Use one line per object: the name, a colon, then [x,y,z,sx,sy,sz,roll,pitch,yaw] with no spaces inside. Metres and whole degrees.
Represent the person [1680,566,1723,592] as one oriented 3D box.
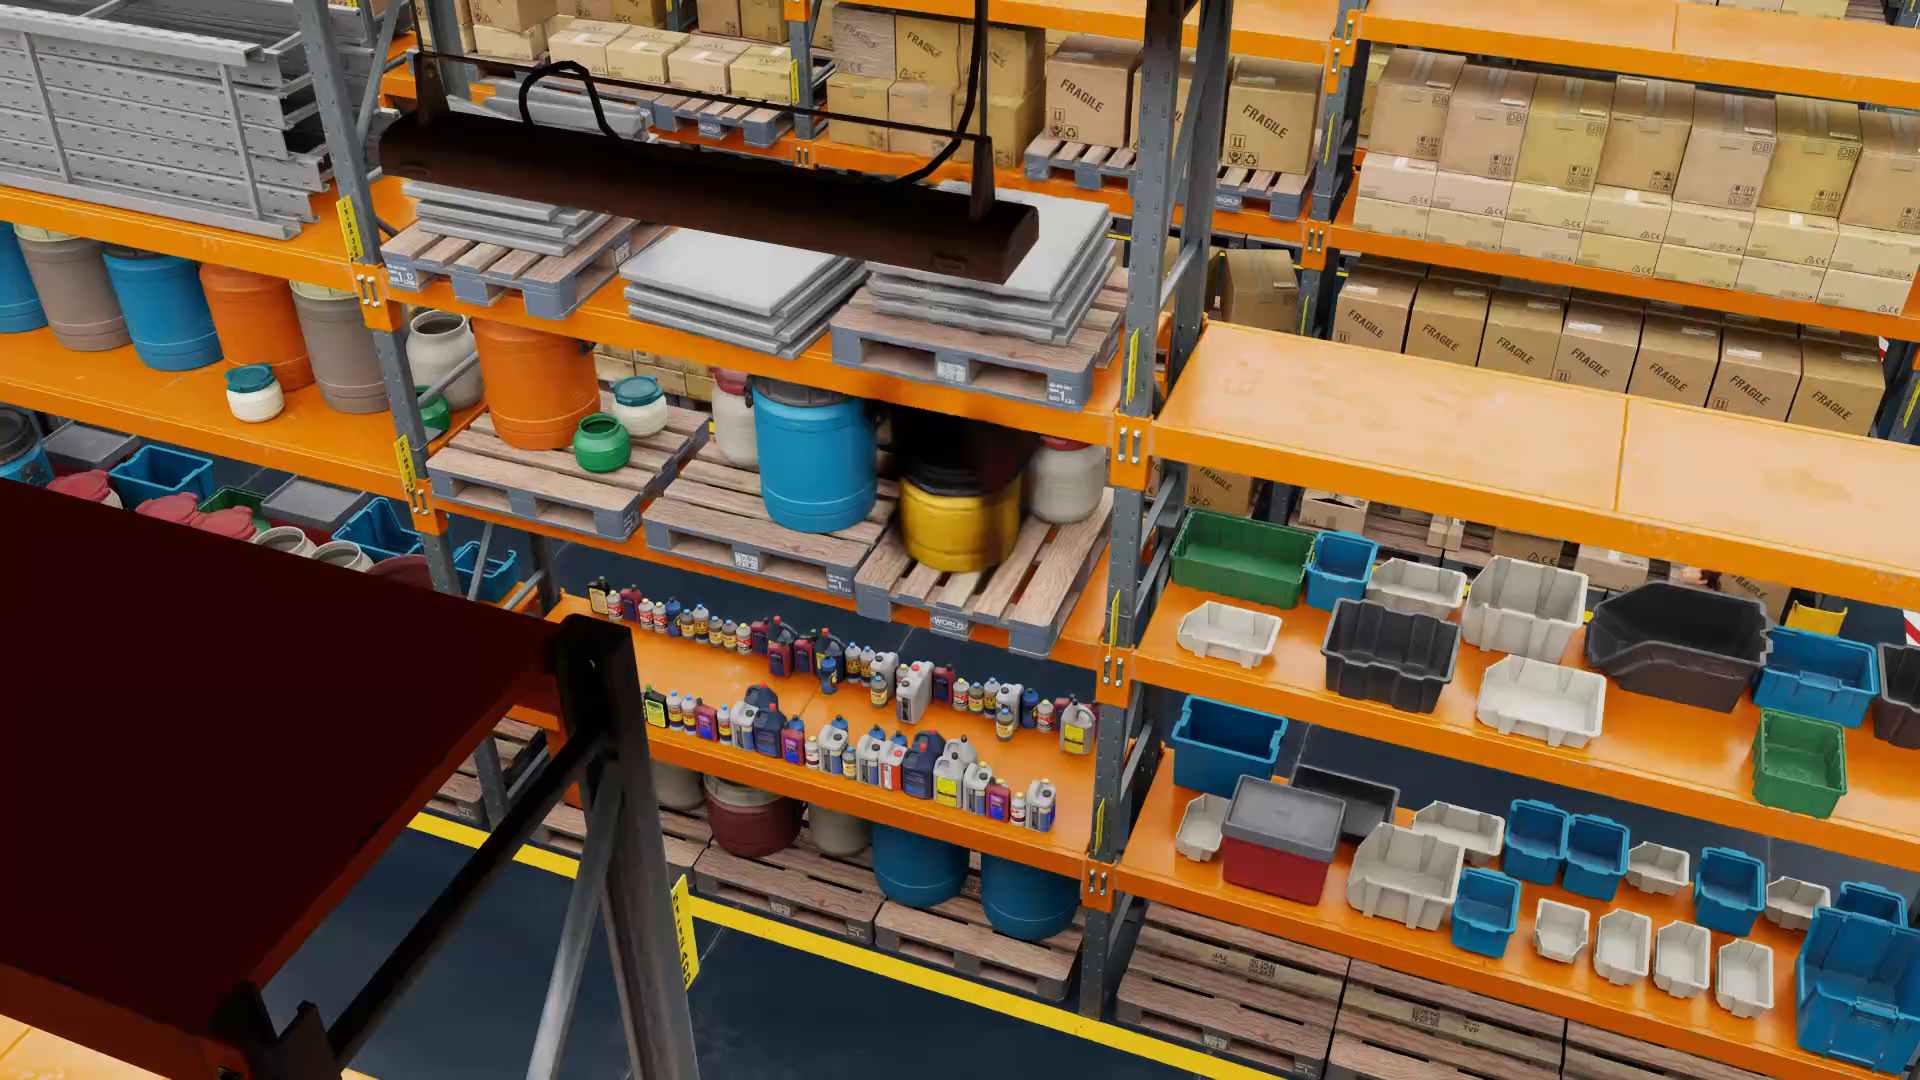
person: [4.806,0.776,10.993,0.608,1.632,0.587,7,37,9]
